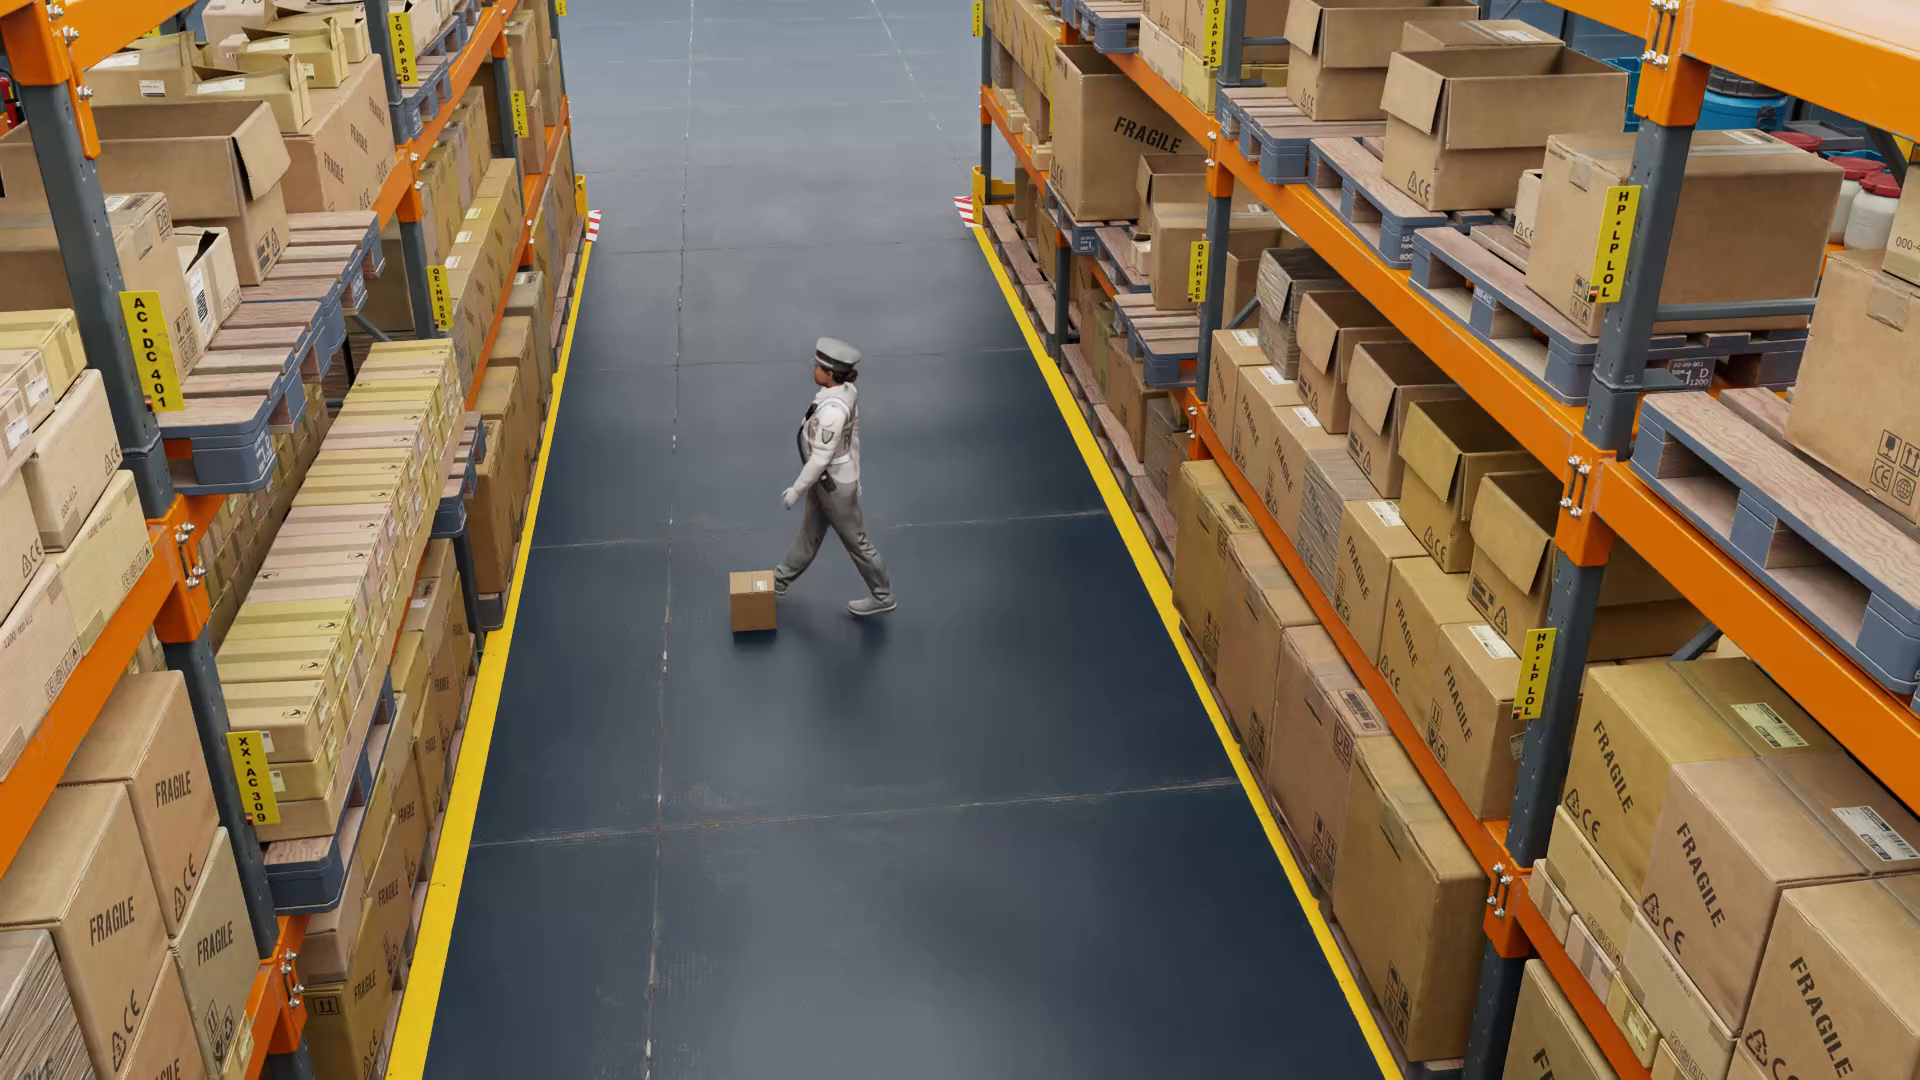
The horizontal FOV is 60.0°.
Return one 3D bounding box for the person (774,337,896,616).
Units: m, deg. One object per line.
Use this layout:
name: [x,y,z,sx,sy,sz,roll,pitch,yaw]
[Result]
person: [-0.825,-0.327,9.202,0.918,1.649,0.490,-1,27,-2]
